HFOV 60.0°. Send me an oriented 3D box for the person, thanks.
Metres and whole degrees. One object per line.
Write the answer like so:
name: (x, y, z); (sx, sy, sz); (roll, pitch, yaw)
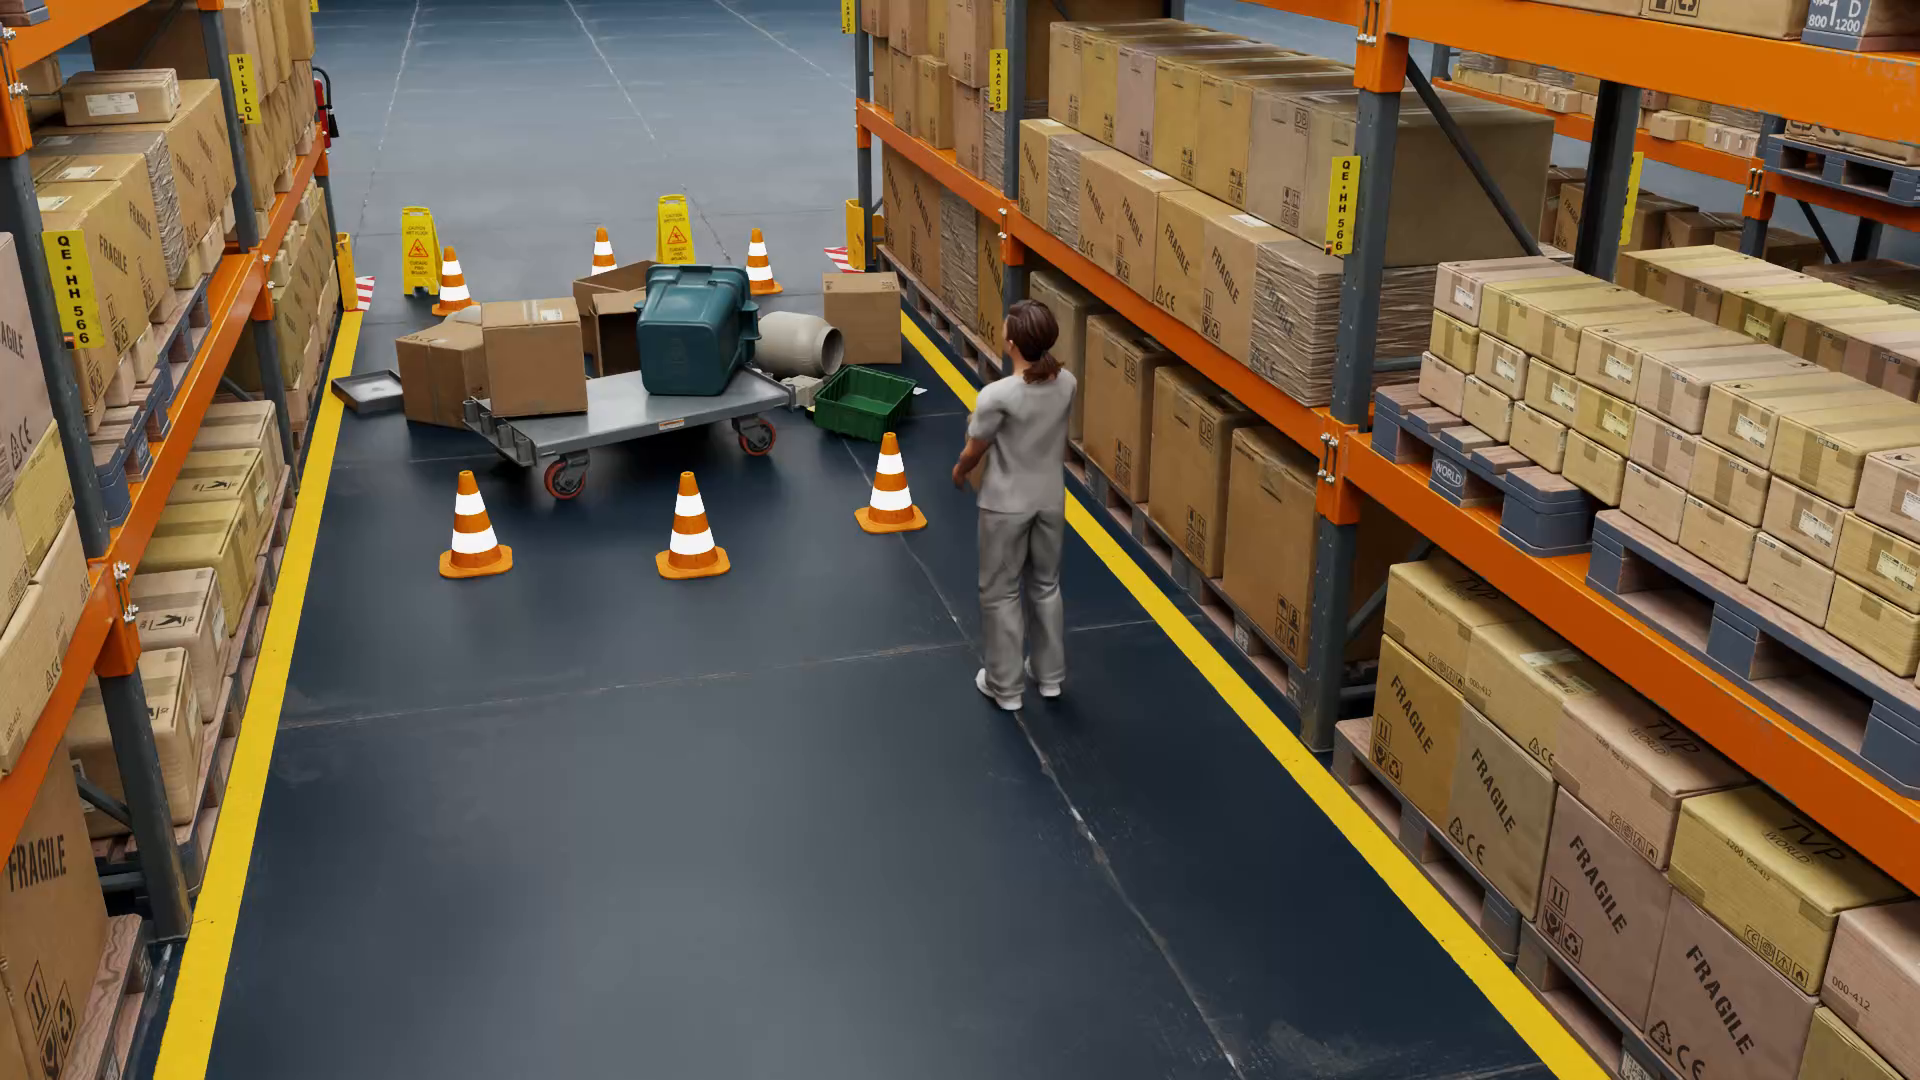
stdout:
person: (0.211, -0.140, 6.424); (0.479, 1.676, 0.534); (-13, 26, -28)
